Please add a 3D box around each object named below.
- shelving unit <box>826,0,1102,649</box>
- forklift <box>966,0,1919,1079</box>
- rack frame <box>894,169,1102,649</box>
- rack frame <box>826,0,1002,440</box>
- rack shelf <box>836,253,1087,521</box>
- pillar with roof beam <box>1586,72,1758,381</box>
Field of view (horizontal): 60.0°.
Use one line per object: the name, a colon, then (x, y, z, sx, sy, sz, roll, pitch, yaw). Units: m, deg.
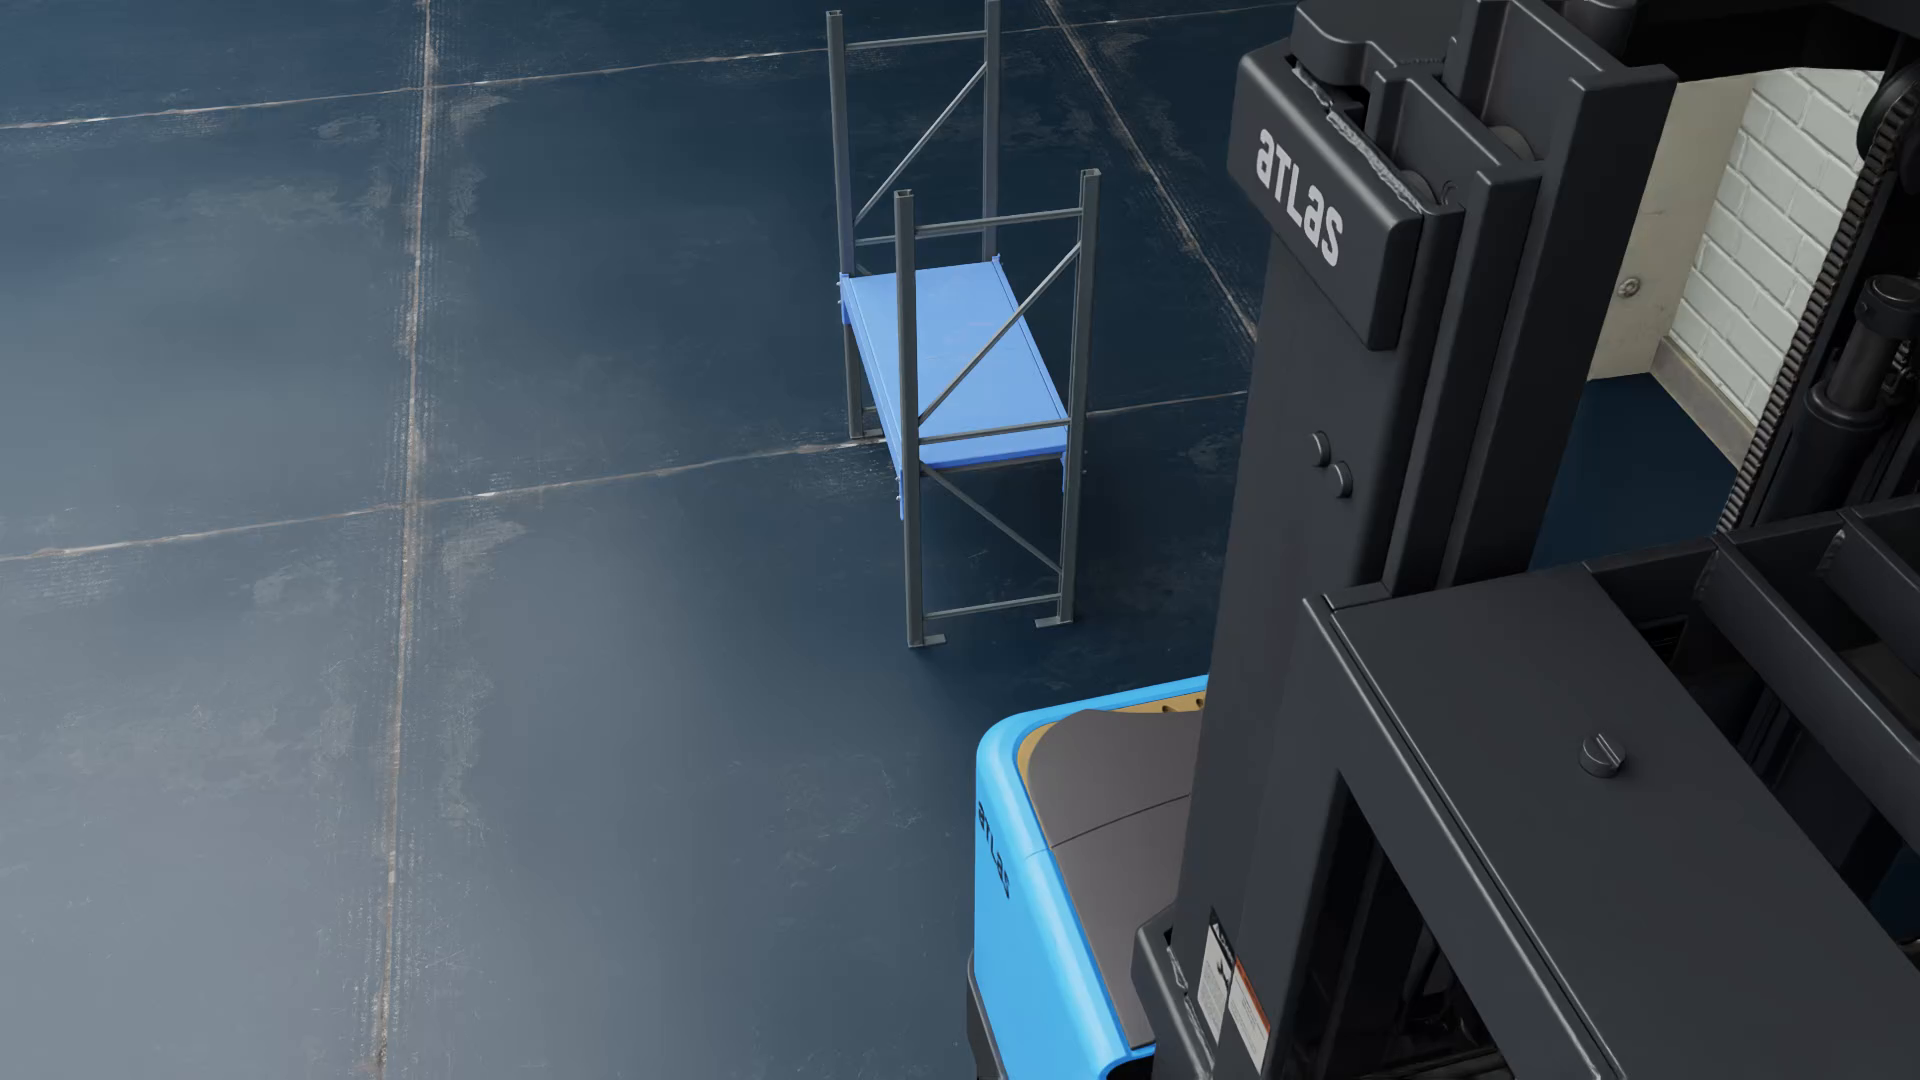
shelving unit: (-0.018, -0.616, 4.814, 0.538, 1.500, 1.048, -8, 42, -9)
forklift: (0.900, 0.917, 2.009, 1.130, 2.935, 3.031, -10, 43, -11)
rack frame: (0.091, -0.287, 4.443, 0.500, 1.500, 0.032, -8, 42, -9)
rack frame: (-0.128, -0.946, 5.186, 0.500, 1.500, 0.032, -8, 42, -9)
rack shelf: (-0.018, -0.482, 4.934, 0.538, 0.185, 1.000, -8, 42, -9)
pillar with roof beam: (-1.905, -3.460, 2.370, 9.100, 9.000, 0.400, -8, 42, -9)
